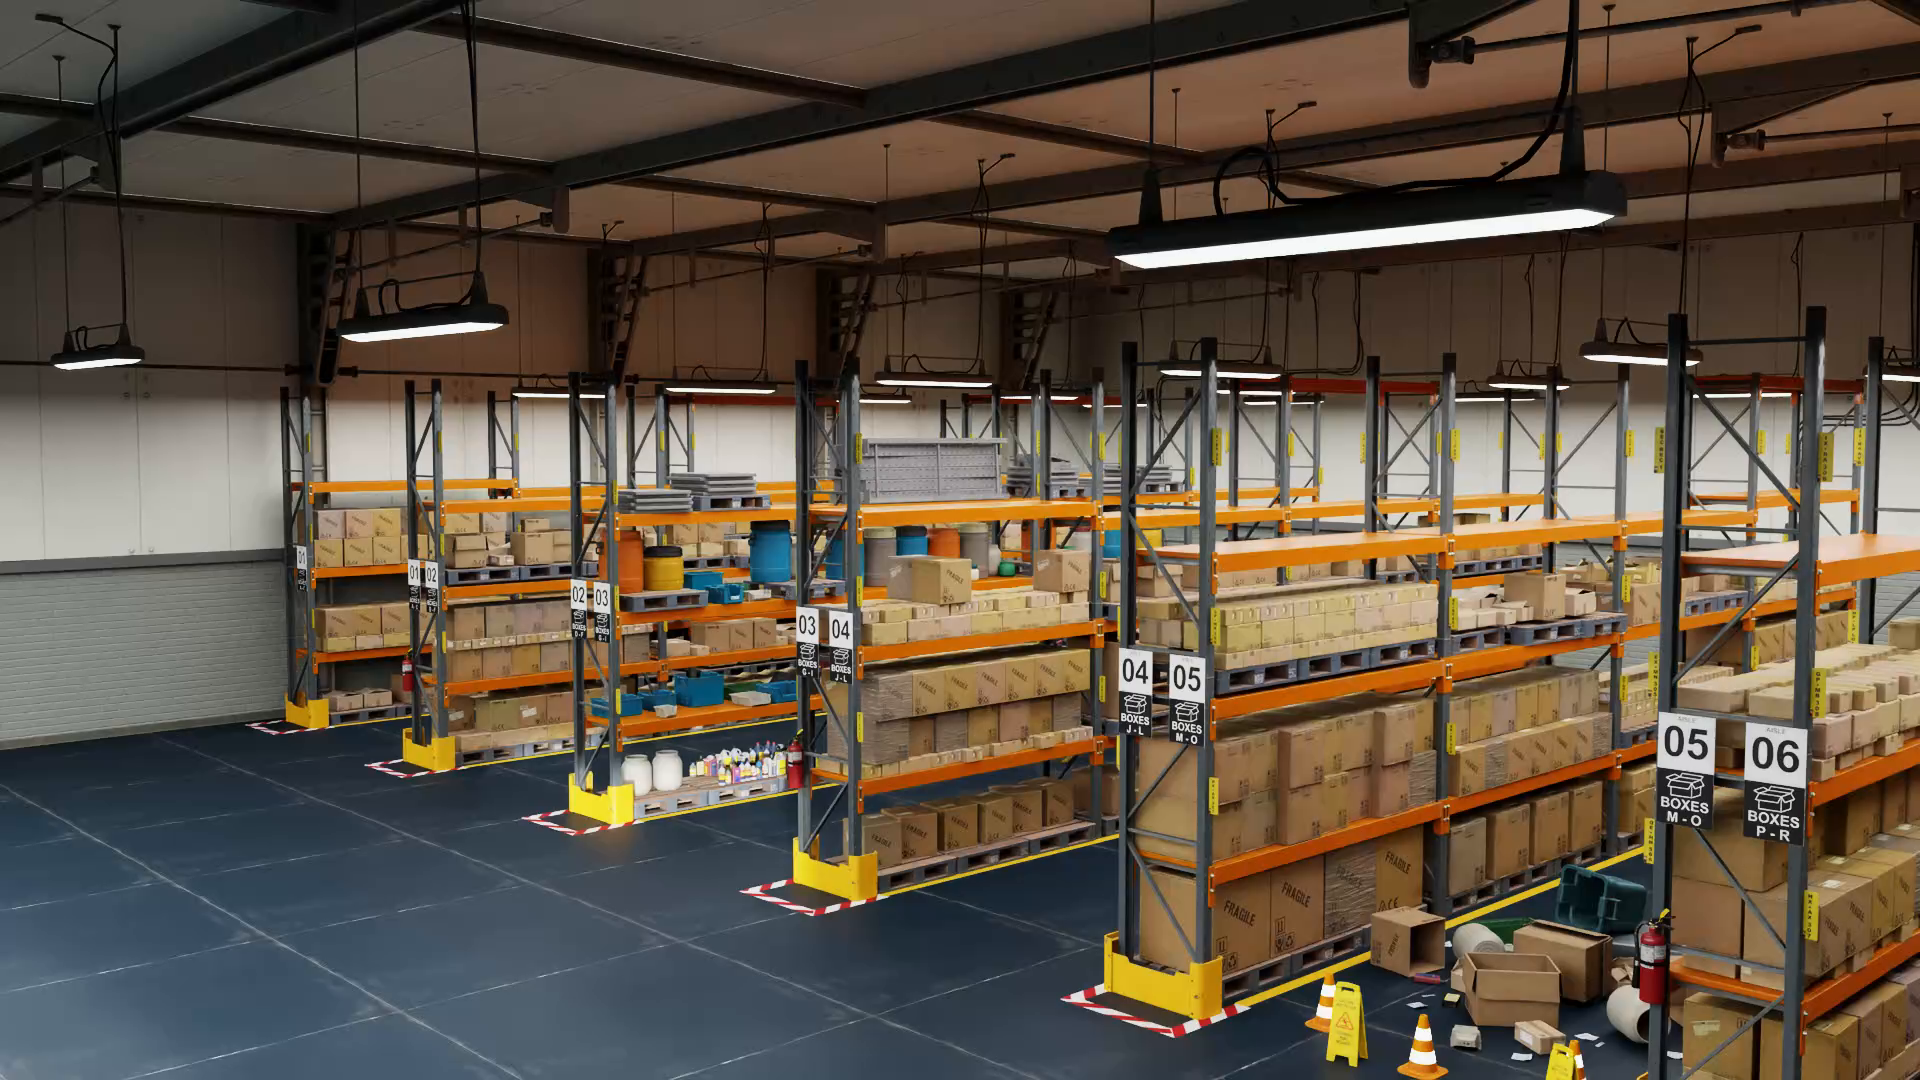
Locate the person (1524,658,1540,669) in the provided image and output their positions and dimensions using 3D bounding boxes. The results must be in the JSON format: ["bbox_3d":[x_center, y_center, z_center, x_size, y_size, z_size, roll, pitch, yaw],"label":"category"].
[{"bbox_3d":[9.320,2.571,26.867,0.770,1.723,0.694,-2,4,-28],"label":"person"}]

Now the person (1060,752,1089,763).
[{"bbox_3d":[1.889,2.682,26.119,1.103,1.577,0.710,-3,5,-40],"label":"person"}]
